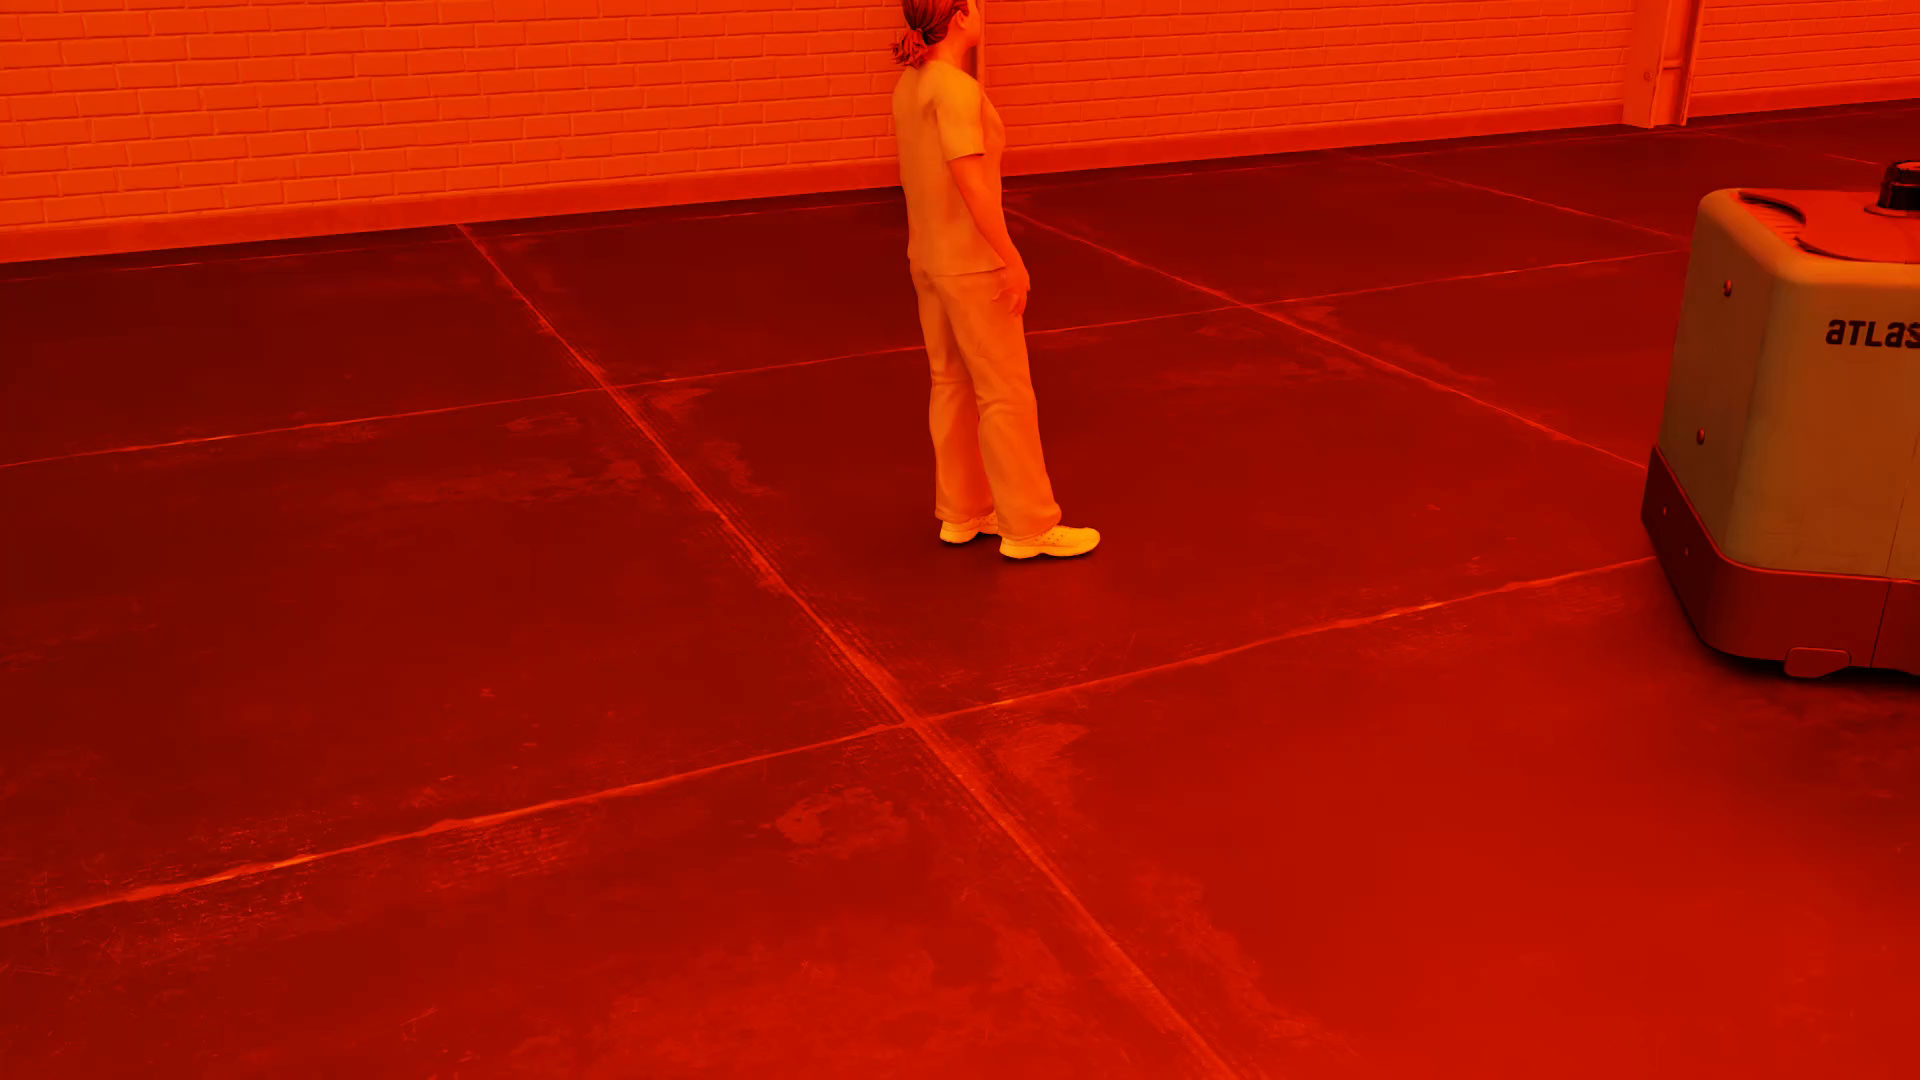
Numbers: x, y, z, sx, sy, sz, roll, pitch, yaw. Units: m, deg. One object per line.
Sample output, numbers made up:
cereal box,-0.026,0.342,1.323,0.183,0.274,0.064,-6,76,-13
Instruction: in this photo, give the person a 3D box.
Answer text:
person,0.073,-0.788,4.800,0.548,1.673,0.550,-10,25,-23

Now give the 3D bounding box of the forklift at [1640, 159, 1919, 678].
forklift,3.486,-1.083,3.893,3.031,2.935,1.130,4,23,10
